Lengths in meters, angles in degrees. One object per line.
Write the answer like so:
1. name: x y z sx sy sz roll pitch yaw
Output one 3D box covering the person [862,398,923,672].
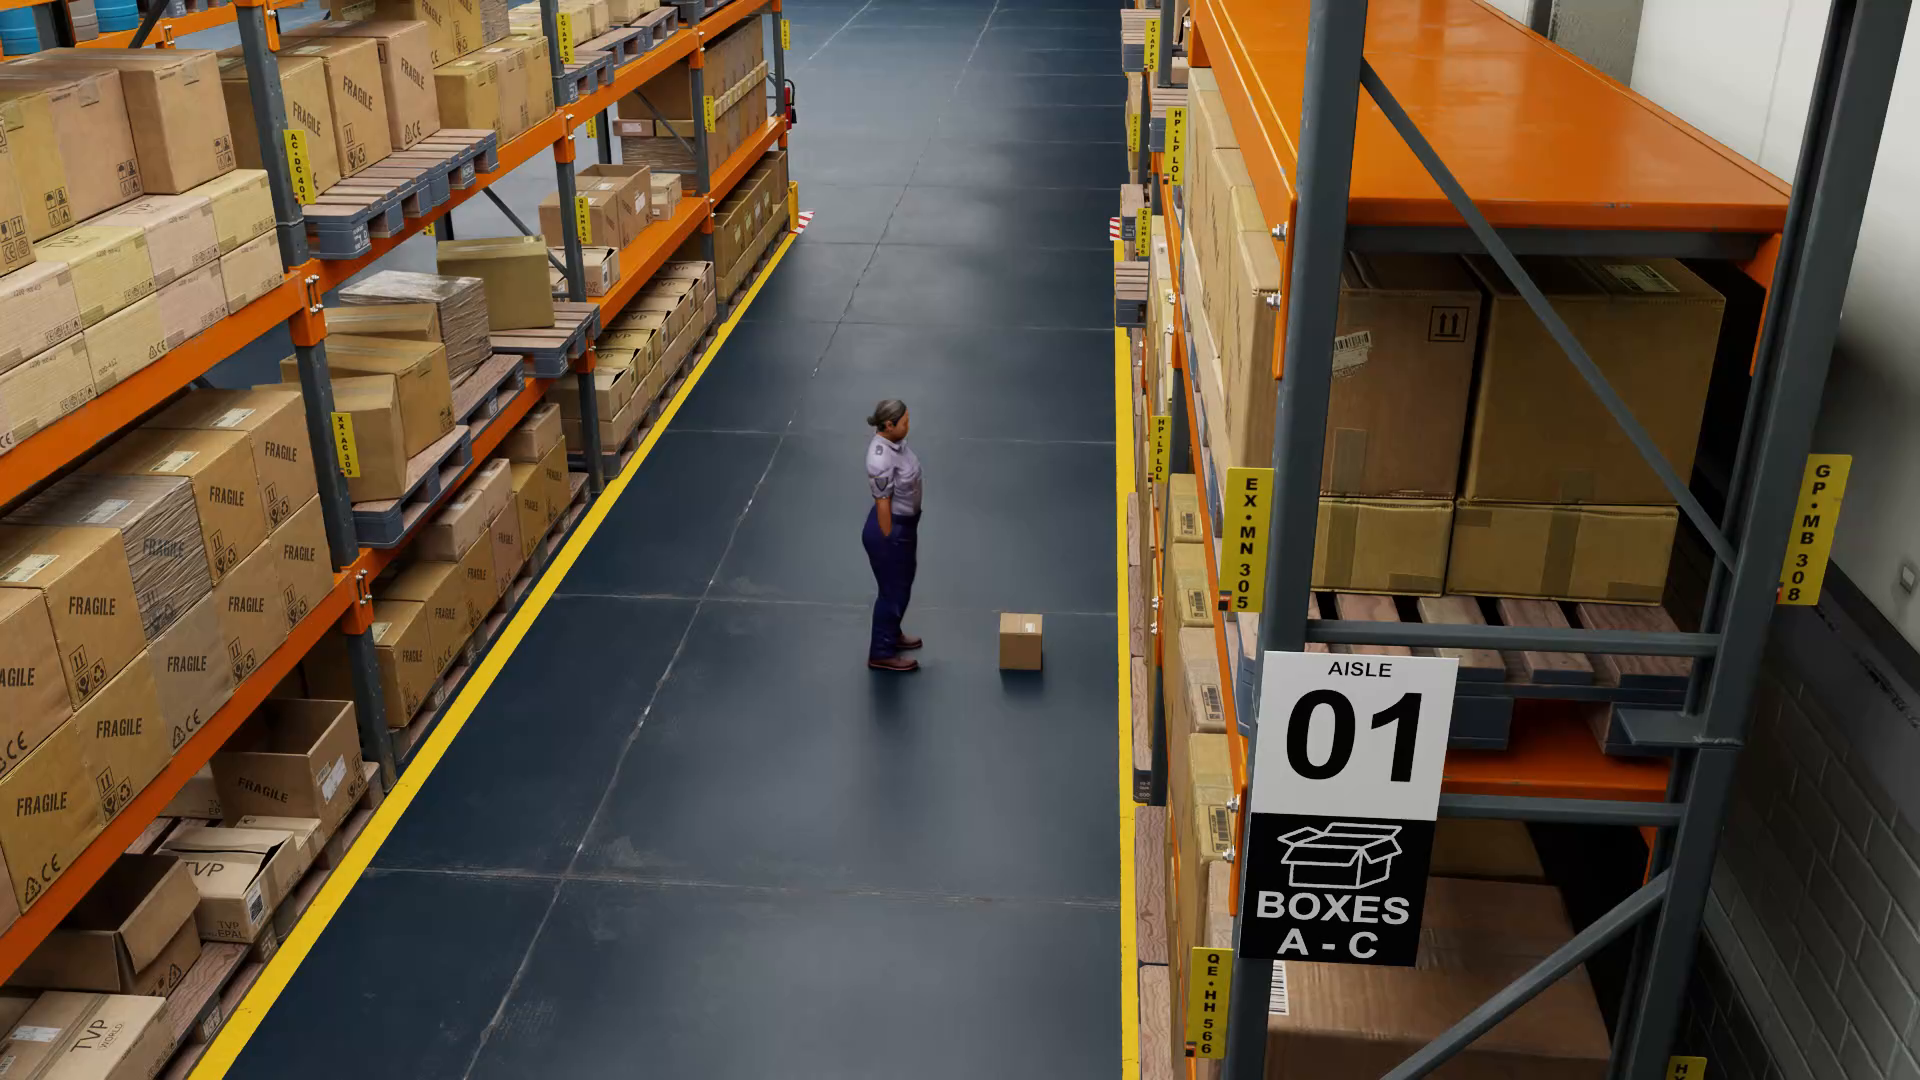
1. person: -0.379 -0.052 9.747 0.324 1.645 0.470 2 25 5
